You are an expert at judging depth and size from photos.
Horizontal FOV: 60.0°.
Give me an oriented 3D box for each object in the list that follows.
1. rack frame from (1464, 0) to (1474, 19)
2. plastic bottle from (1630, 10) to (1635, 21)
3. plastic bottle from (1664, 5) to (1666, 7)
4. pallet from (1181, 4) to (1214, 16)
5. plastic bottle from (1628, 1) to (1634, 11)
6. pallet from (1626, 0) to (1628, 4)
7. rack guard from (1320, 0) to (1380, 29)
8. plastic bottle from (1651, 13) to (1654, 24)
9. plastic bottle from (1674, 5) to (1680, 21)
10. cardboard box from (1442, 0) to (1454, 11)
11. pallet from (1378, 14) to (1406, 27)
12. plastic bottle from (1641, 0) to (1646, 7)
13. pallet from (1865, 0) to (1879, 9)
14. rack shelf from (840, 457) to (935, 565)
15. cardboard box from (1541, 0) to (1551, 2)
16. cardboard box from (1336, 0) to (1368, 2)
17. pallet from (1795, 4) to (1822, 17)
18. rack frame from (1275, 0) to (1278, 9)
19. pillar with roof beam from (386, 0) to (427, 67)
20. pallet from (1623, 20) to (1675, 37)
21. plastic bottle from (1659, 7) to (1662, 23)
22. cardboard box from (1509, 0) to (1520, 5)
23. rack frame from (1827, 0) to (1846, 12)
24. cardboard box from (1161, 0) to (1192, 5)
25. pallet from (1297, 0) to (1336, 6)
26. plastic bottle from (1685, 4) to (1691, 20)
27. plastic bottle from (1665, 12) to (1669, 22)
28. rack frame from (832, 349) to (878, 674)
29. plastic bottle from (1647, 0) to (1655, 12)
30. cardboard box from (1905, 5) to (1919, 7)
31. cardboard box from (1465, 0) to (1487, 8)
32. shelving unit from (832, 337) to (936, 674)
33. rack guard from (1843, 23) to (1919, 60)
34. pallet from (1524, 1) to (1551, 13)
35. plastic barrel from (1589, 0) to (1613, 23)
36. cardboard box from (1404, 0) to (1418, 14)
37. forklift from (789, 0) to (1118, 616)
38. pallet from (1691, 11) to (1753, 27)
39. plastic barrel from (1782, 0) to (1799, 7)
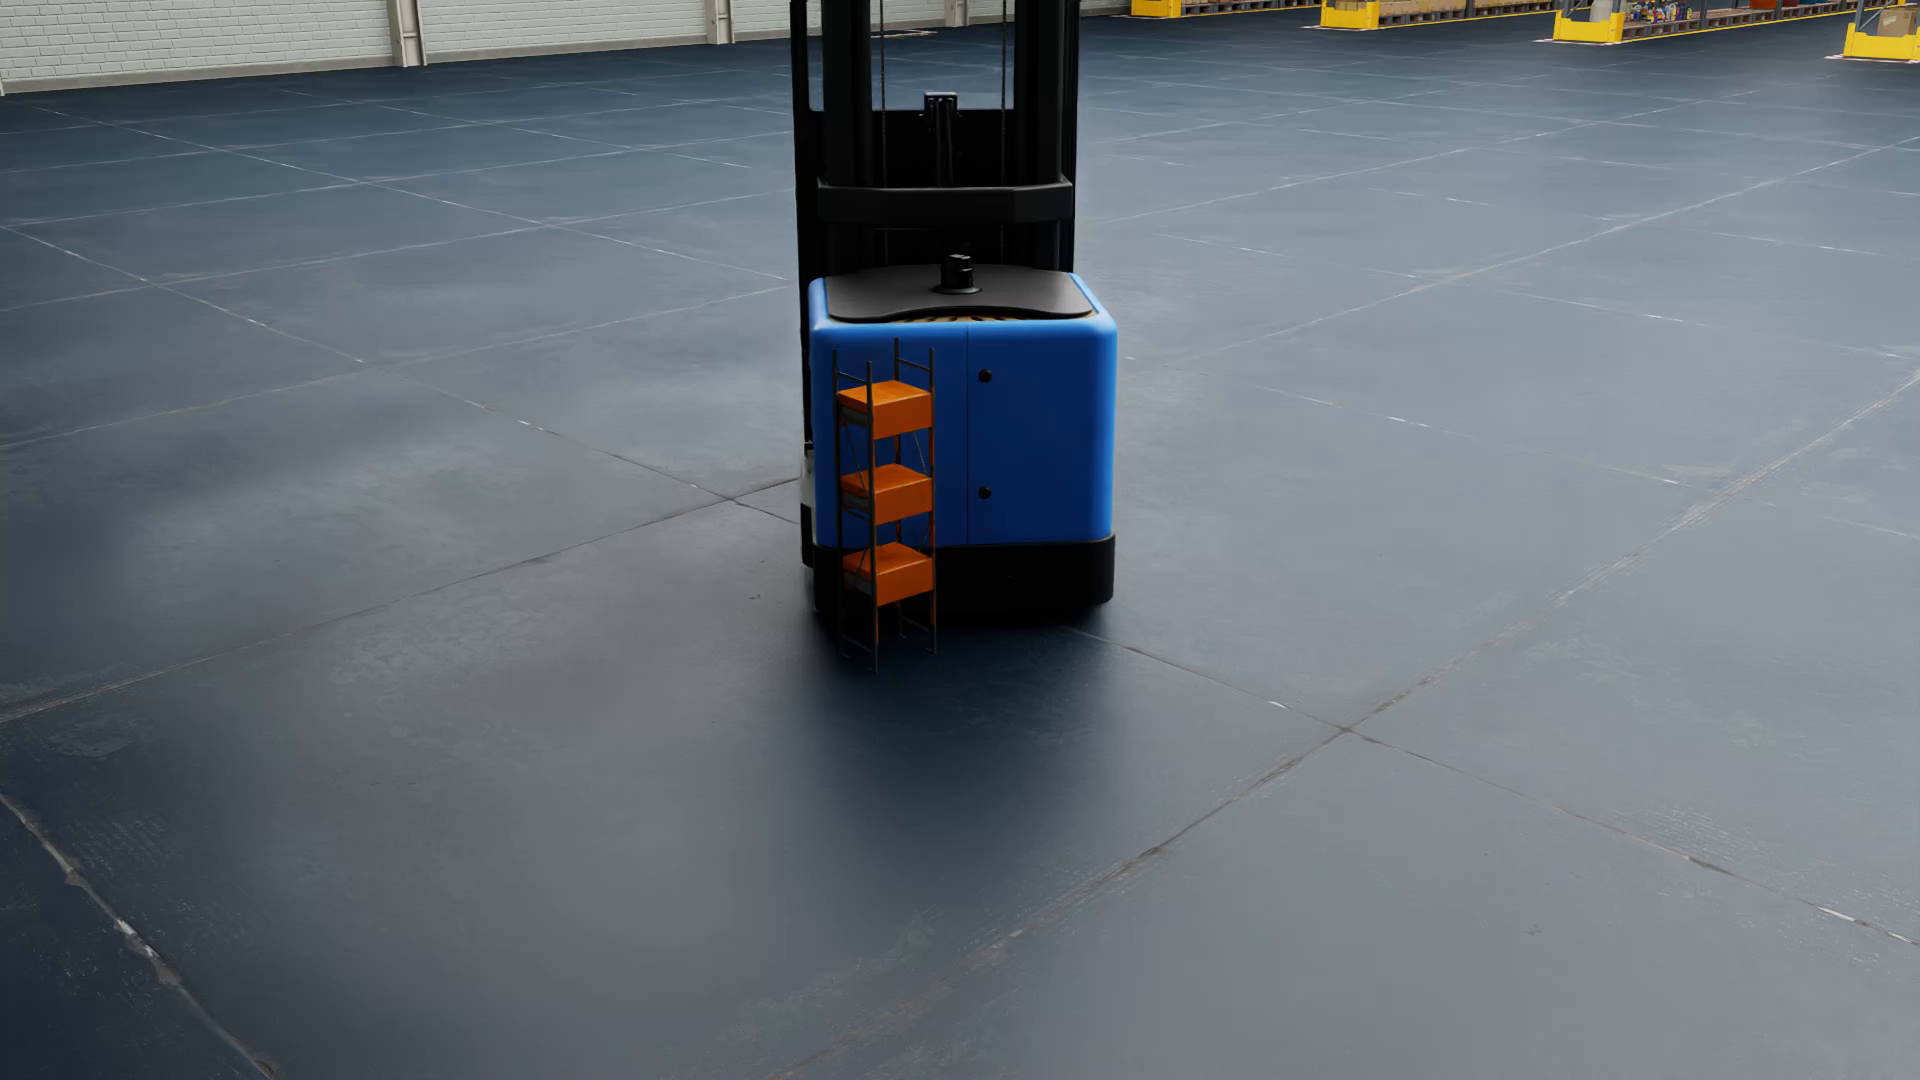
[{"bbox_3d":[10.593,-12.707,35.453,1.000,3.000,0.127,19,28,41],"label":"rack frame"},{"bbox_3d":[12.838,-10.037,31.794,0.097,0.201,0.097,0,21,0],"label":"plastic bottle"},{"bbox_3d":[13.446,-10.052,31.720,0.061,0.283,0.133,19,28,41],"label":"plastic bottle"},{"bbox_3d":[4.896,-11.835,37.072,1.003,0.211,1.213,19,28,41],"label":"pallet"},{"bbox_3d":[12.851,-10.173,31.941,0.144,0.351,0.185,19,28,40],"label":"plastic bottle"},{"bbox_3d":[15.634,-13.243,40.735,1.003,0.211,1.213,19,28,41],"label":"pallet"},{"bbox_3d":[7.786,-10.505,33.210,1.175,0.500,0.348,19,28,41],"label":"rack guard"},{"bbox_3d":[12.910,-9.752,31.052,0.097,0.201,0.097,0,21,0],"label":"plastic bottle"},{"bbox_3d":[13.679,-10.064,31.750,0.133,0.283,0.061,-18,27,-39],"label":"plastic bottle"},{"bbox_3d":[10.070,-11.319,35.090,0.500,0.250,0.500,19,28,41],"label":"cardboard box"},{"bbox_3d":[8.306,-10.584,33.817,1.003,0.211,1.213,19,28,41],"label":"pallet"},{"bbox_3d":[13.279,-10.331,32.352,0.185,0.351,0.144,-19,28,-41],"label":"plastic bottle"},{"bbox_3d":[21.057,-12.735,39.412,1.003,0.211,1.213,19,28,41],"label":"pallet"},{"bbox_3d":[-0.241,-0.097,5.393,0.240,0.259,0.215,-16,26,-36],"label":"rack shelf"},{"bbox_3d":[13.191,-12.451,38.035,0.500,0.250,0.500,-19,28,-41],"label":"cardboard box"},{"bbox_3d":[7.964,-11.153,33.614,0.500,0.500,0.500,19,28,41],"label":"cardboard box"},{"bbox_3d":[18.301,-11.718,36.767,1.003,0.211,1.213,19,28,41],"label":"pallet"},{"bbox_3d":[7.041,-13.946,38.676,1.000,3.000,0.127,19,28,41],"label":"rack frame"},{"bbox_3d":[-5.353,-10.410,21.115,9.100,9.000,0.400,19,28,41],"label":"pillar with roof beam"},{"bbox_3d":[12.790,-9.687,31.483,1.003,0.211,1.213,19,28,41],"label":"pallet"},{"bbox_3d":[13.146,-9.871,31.266,0.097,0.271,0.097,0,21,0],"label":"plastic bottle"},{"bbox_3d":[12.125,-12.056,37.008,0.500,0.250,0.500,-20,28,-41],"label":"cardboard box"},{"bbox_3d":[19.721,-13.522,37.575,1.000,3.000,0.127,19,28,41],"label":"rack frame"},{"bbox_3d":[4.798,-12.023,36.808,0.500,0.311,0.500,15,26,35],"label":"cardboard box"},{"bbox_3d":[8.435,-13.160,40.518,1.003,0.211,1.213,19,28,41],"label":"pallet"},{"bbox_3d":[14.040,-10.197,32.097,0.133,0.283,0.061,-18,28,-39],"label":"plastic bottle"},{"bbox_3d":[13.359,-9.917,31.482,0.097,0.201,0.097,0,21,0],"label":"plastic bottle"},{"bbox_3d":[-0.335,-0.079,5.317,0.008,1.050,0.200,-16,26,-36],"label":"rack frame"},{"bbox_3d":[13.383,-10.295,32.258,0.144,0.351,0.185,19,28,41],"label":"plastic bottle"},{"bbox_3d":[16.188,-8.702,27.933,0.500,0.500,0.500,-17,27,-37],"label":"cardboard box"},{"bbox_3d":[11.052,-11.661,35.979,0.500,0.250,0.500,18,28,39],"label":"cardboard box"},{"bbox_3d":[-0.241,-0.107,5.389,0.252,1.050,0.215,-16,26,-36],"label":"shelving unit"},{"bbox_3d":[14.951,-8.051,26.824,1.175,0.500,0.348,19,28,41],"label":"rack guard"},{"bbox_3d":[12.781,-12.231,38.103,1.003,0.211,1.213,19,28,41],"label":"pallet"},{"bbox_3d":[11.754,-9.661,30.411,0.421,0.512,0.421,0,21,0],"label":"plastic barrel"},{"bbox_3d":[9.032,-10.931,34.080,0.500,0.250,0.500,19,28,41],"label":"cardboard box"},{"bbox_3d":[-0.119,-1.597,6.643,1.130,2.935,3.031,-2,21,-5],"label":"forklift"},{"bbox_3d":[15.511,-10.691,34.096,1.003,0.211,1.213,19,28,41],"label":"pallet"},{"bbox_3d":[18.047,-11.985,36.351,0.600,0.588,0.708,19,28,41],"label":"plastic barrel"}]
